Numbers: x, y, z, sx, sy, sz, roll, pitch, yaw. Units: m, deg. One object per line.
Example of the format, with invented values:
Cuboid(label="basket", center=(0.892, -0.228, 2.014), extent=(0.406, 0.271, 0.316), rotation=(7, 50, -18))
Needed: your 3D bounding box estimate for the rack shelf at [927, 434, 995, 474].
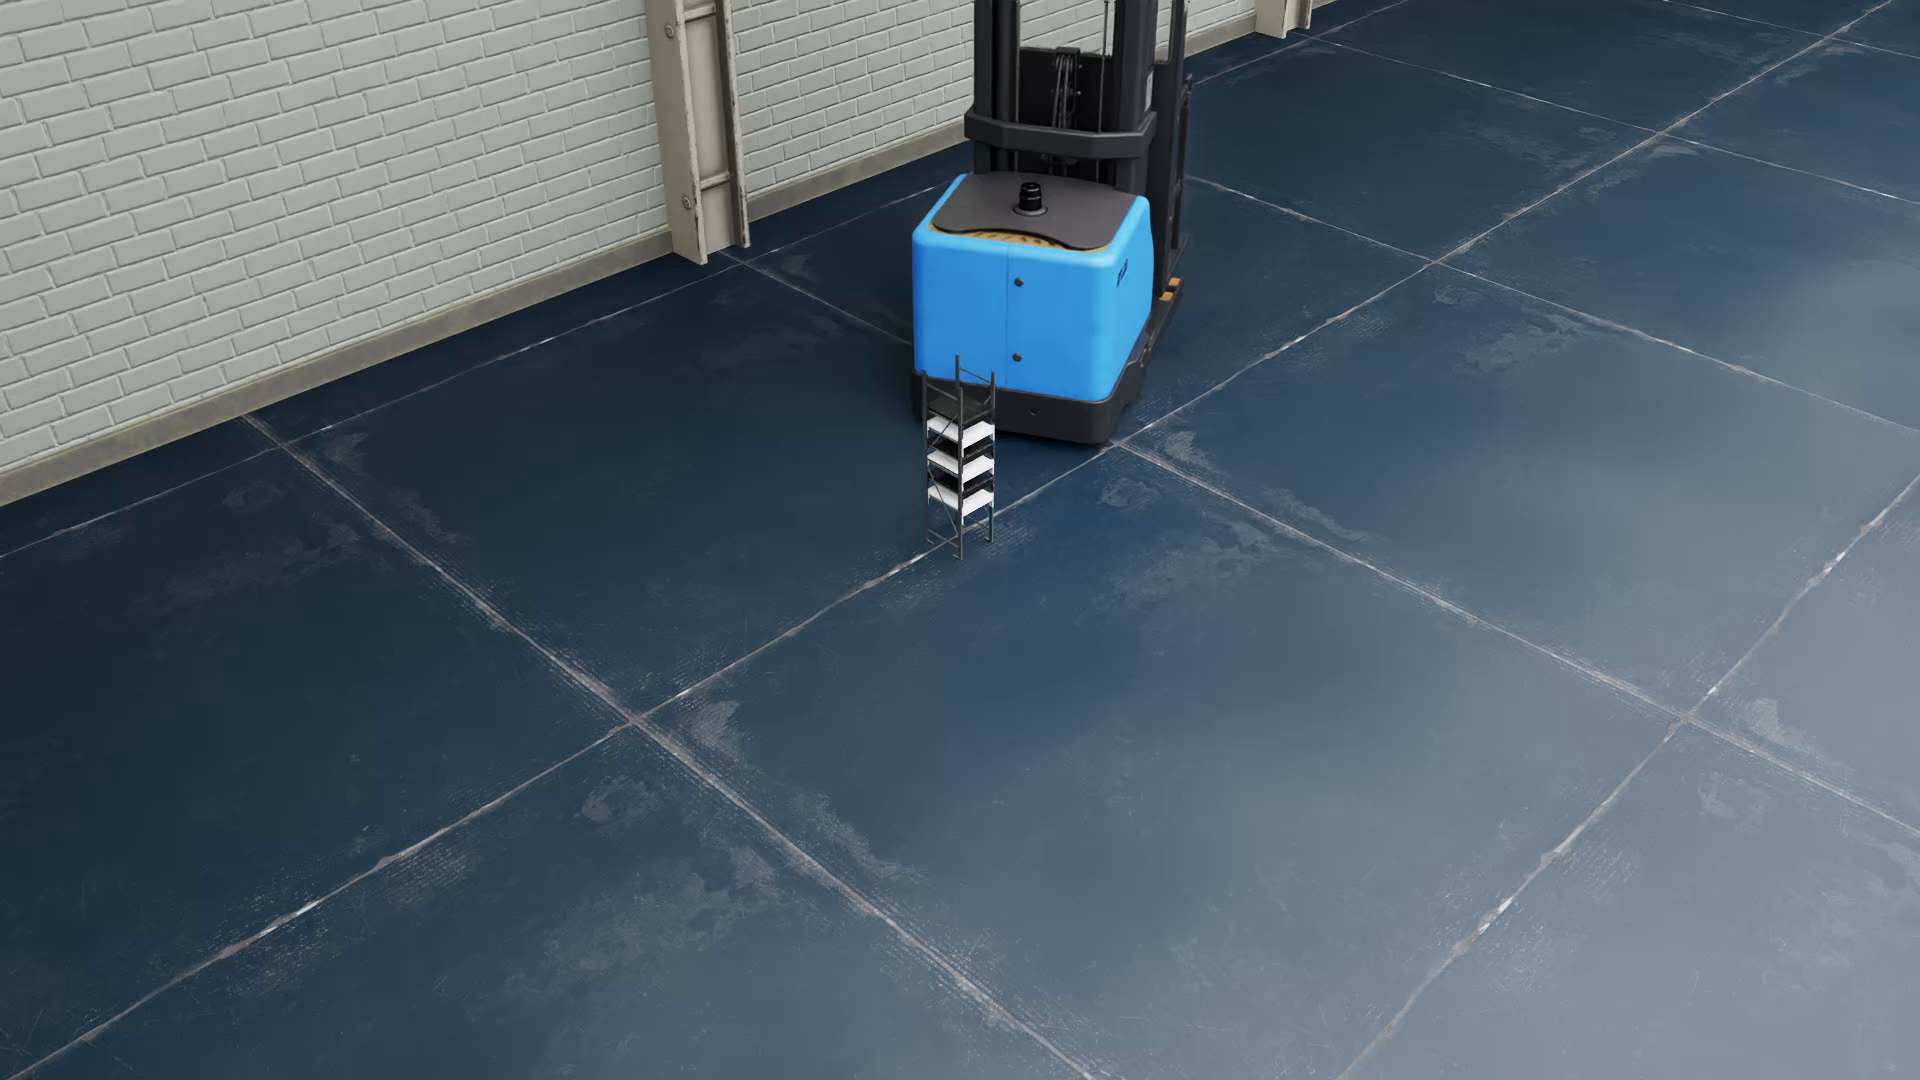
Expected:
Cuboid(label="rack shelf", center=(-0.006, -0.412, 7.455), extent=(0.258, 0.077, 0.200), rotation=(30, 45, 35))

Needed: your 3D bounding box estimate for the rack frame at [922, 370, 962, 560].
Cuboid(label="rack frame", center=(-0.077, -0.325, 7.429), extent=(0.240, 0.900, 0.006), rotation=(30, 45, 35))

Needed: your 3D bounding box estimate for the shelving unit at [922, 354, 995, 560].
Cuboid(label="shelving unit", center=(-0.006, -0.366, 7.488), extent=(0.258, 0.900, 0.210), rotation=(30, 45, 35))

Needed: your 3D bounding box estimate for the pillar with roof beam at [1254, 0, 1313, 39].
Cuboid(label="pillar with roof beam", center=(5.729, -6.214, 8.794), extent=(9.100, 9.000, 0.400), rotation=(30, 45, 35))

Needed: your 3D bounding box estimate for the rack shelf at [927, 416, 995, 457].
Cuboid(label="rack shelf", center=(-0.006, -0.486, 7.404), extent=(0.258, 0.077, 0.200), rotation=(30, 45, 35))

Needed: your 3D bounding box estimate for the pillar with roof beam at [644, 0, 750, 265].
Cuboid(label="pillar with roof beam", center=(1.502, -3.778, 5.301), extent=(9.100, 9.000, 0.400), rotation=(30, 45, 35))

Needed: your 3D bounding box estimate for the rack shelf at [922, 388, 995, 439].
Cuboid(label="rack shelf", center=(-0.006, -0.560, 7.352), extent=(0.258, 0.077, 0.200), rotation=(30, 45, 35))

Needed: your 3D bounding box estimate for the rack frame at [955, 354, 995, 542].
Cuboid(label="rack frame", center=(0.066, -0.407, 7.547), extent=(0.240, 0.900, 0.006), rotation=(30, 45, 35))

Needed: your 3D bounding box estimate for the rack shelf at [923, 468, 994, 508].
Cuboid(label="rack shelf", center=(-0.006, -0.265, 7.558), extent=(0.258, 0.077, 0.200), rotation=(30, 45, 35))

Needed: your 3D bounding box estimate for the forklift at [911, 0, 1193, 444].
Cuboid(label="forklift", center=(0.680, -2.522, 8.804), extent=(1.130, 2.935, 3.031), rotation=(10, 36, 14))

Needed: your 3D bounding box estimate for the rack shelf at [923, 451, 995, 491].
Cuboid(label="rack shelf", center=(-0.006, -0.338, 7.507), extent=(0.258, 0.077, 0.200), rotation=(30, 45, 35))

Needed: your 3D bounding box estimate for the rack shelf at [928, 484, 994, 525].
Cuboid(label="rack shelf", center=(-0.006, -0.191, 7.610), extent=(0.258, 0.077, 0.200), rotation=(30, 45, 35))
